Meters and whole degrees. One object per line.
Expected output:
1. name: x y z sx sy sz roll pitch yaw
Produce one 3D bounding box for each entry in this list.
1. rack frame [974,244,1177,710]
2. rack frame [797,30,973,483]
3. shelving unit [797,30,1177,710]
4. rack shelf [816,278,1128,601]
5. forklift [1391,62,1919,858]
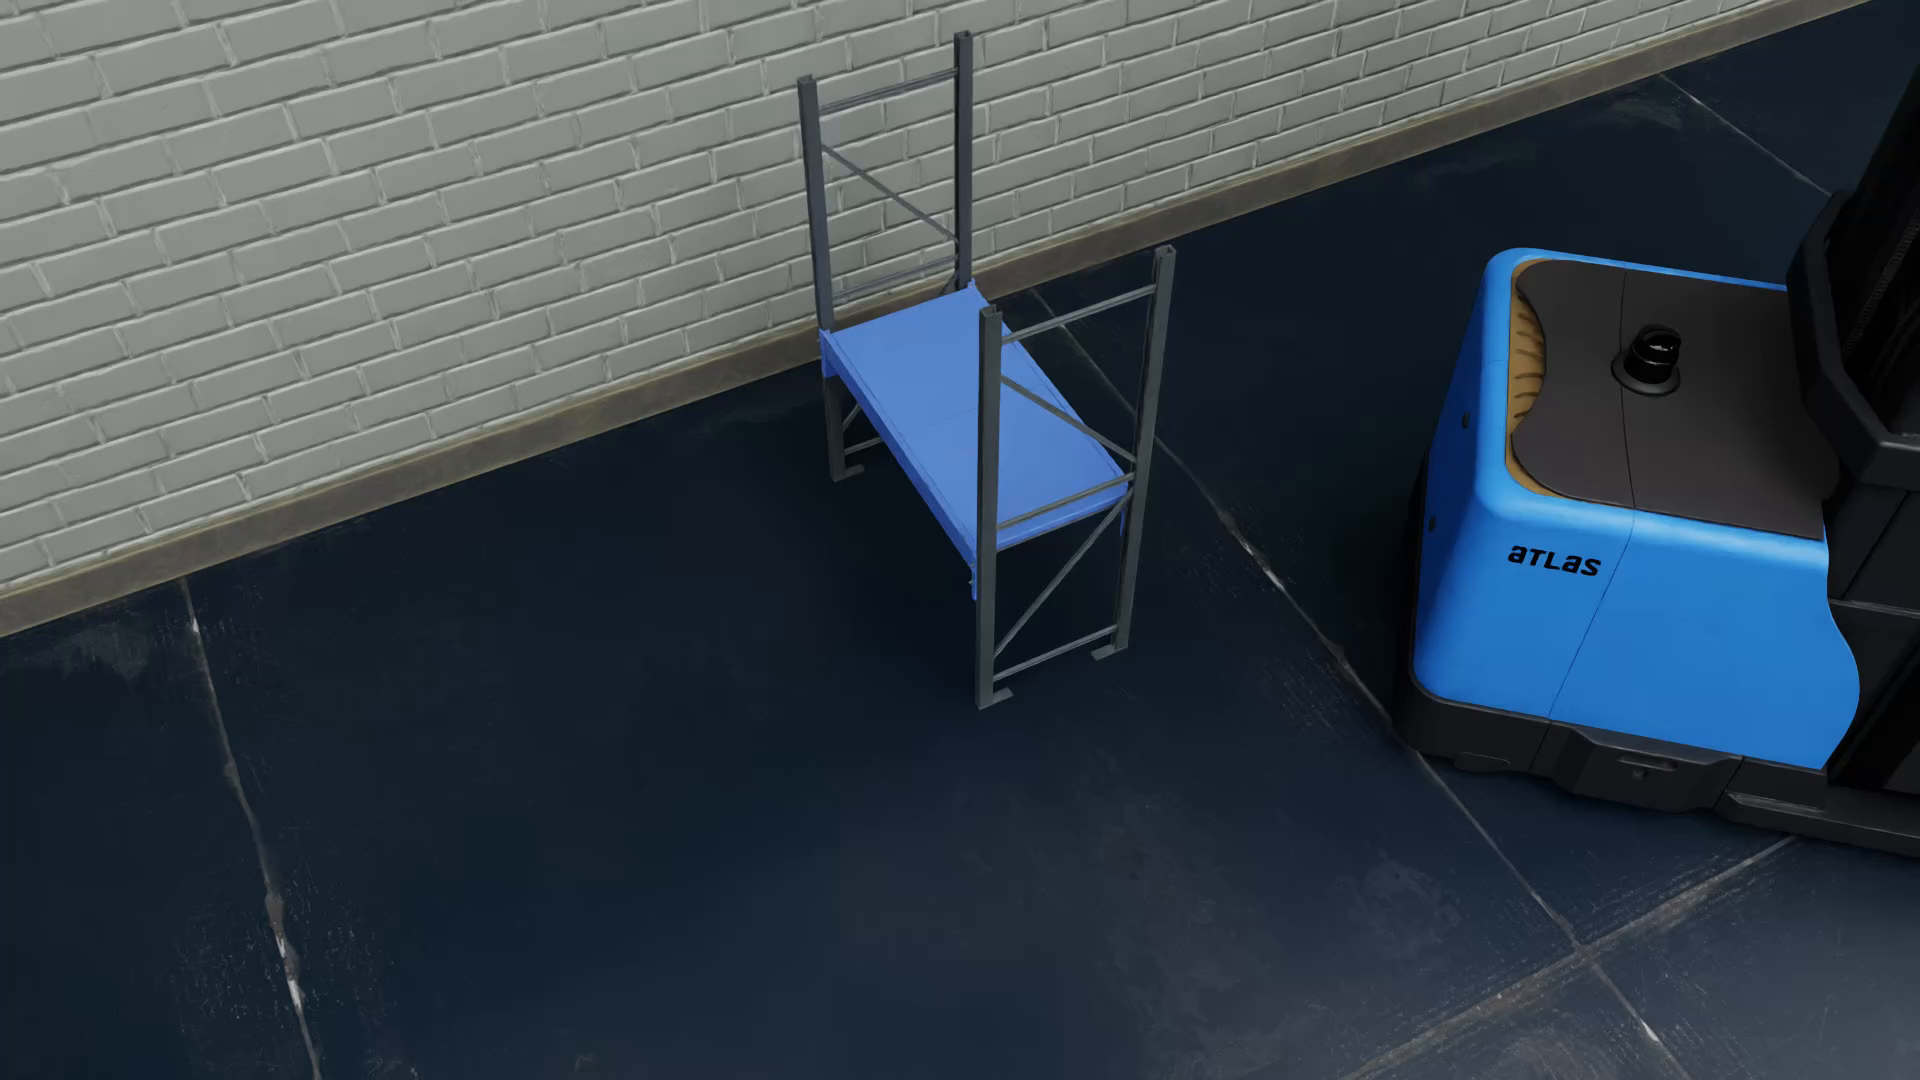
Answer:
1. rack frame: 0.272 -0.096 4.338 0.500 1.500 0.032 -21 52 -18
2. rack frame: -0.194 -0.777 4.933 0.500 1.500 0.032 -21 52 -18
3. shelving unit: 0.039 -0.437 4.636 0.538 1.500 1.048 -21 52 -18
4. rack shelf: 0.039 -0.318 4.771 0.538 0.185 1.000 -21 52 -18
5. forklift: 2.794 -0.456 3.702 3.031 2.935 1.130 10 50 9
